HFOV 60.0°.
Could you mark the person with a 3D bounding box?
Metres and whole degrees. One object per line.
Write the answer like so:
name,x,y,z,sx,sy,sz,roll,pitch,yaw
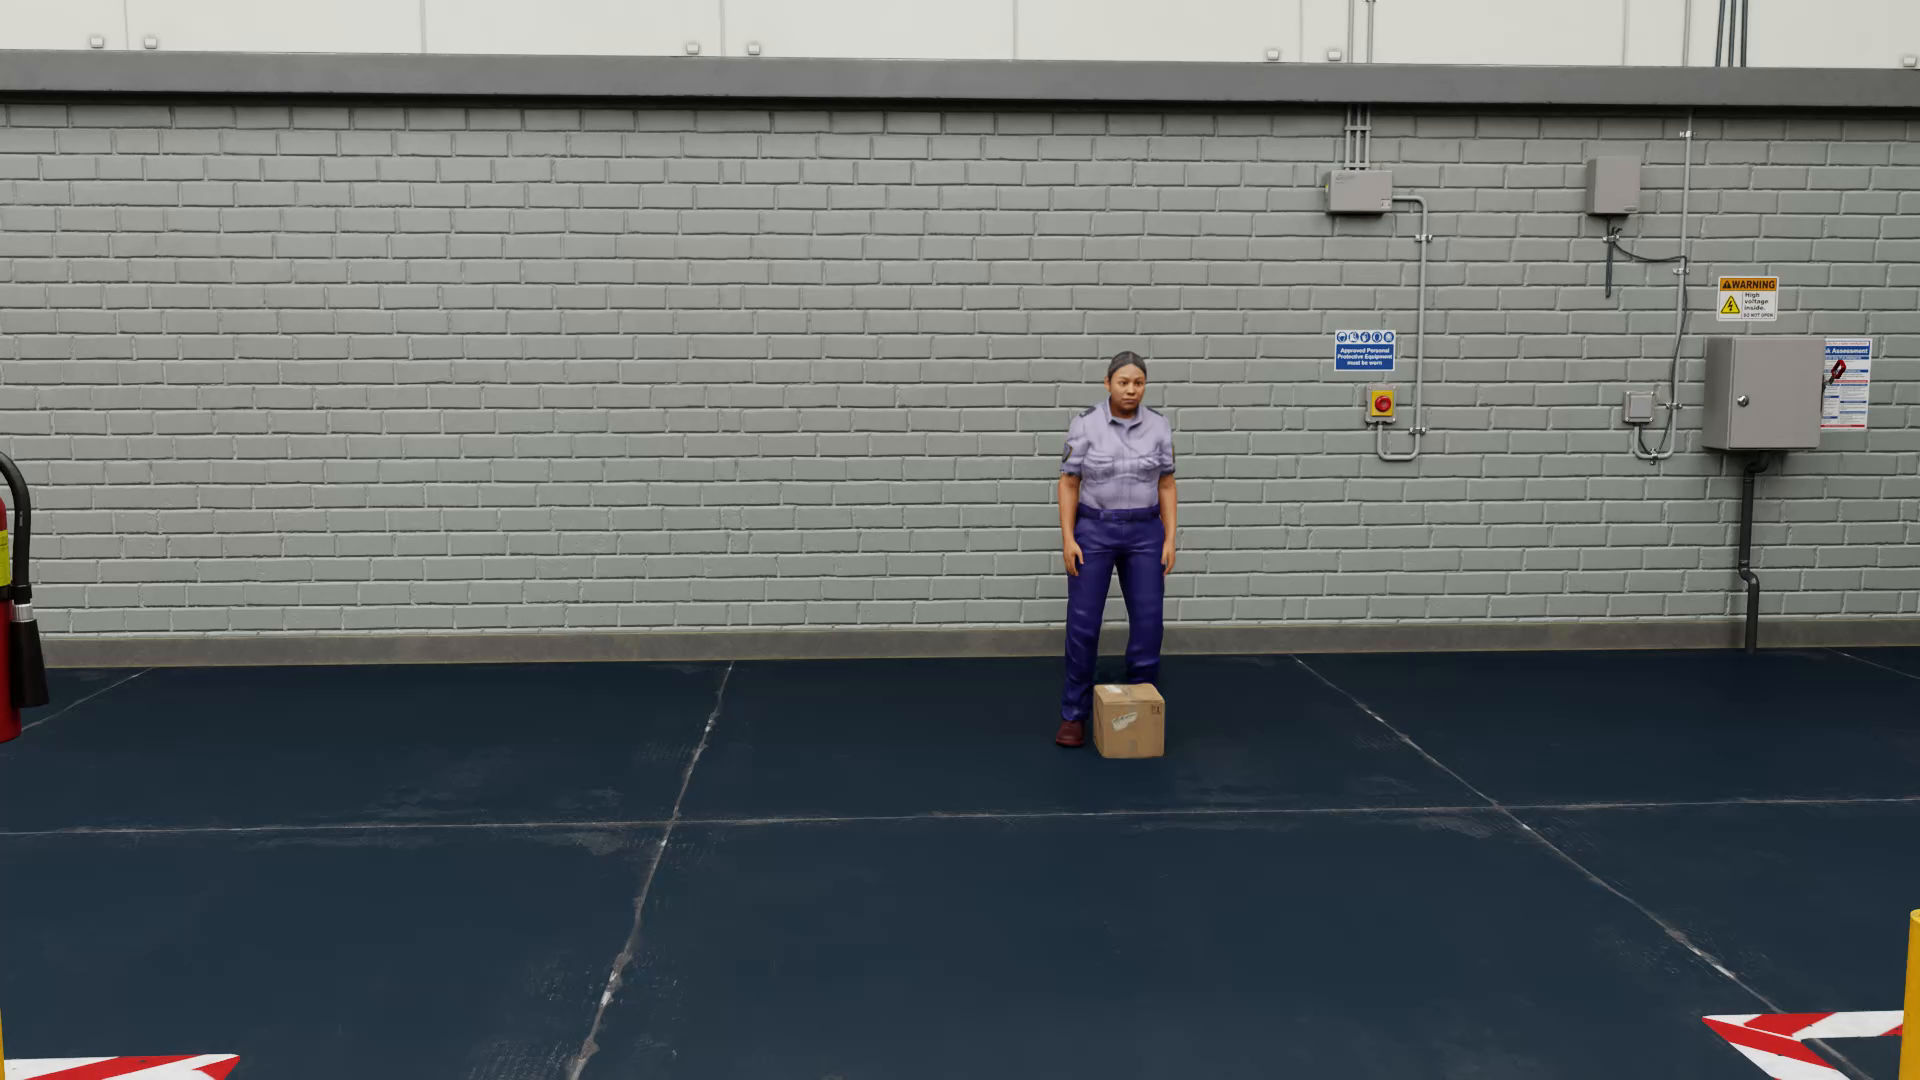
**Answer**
person,0.664,0.032,7.022,0.537,1.652,0.422,-1,7,-6
